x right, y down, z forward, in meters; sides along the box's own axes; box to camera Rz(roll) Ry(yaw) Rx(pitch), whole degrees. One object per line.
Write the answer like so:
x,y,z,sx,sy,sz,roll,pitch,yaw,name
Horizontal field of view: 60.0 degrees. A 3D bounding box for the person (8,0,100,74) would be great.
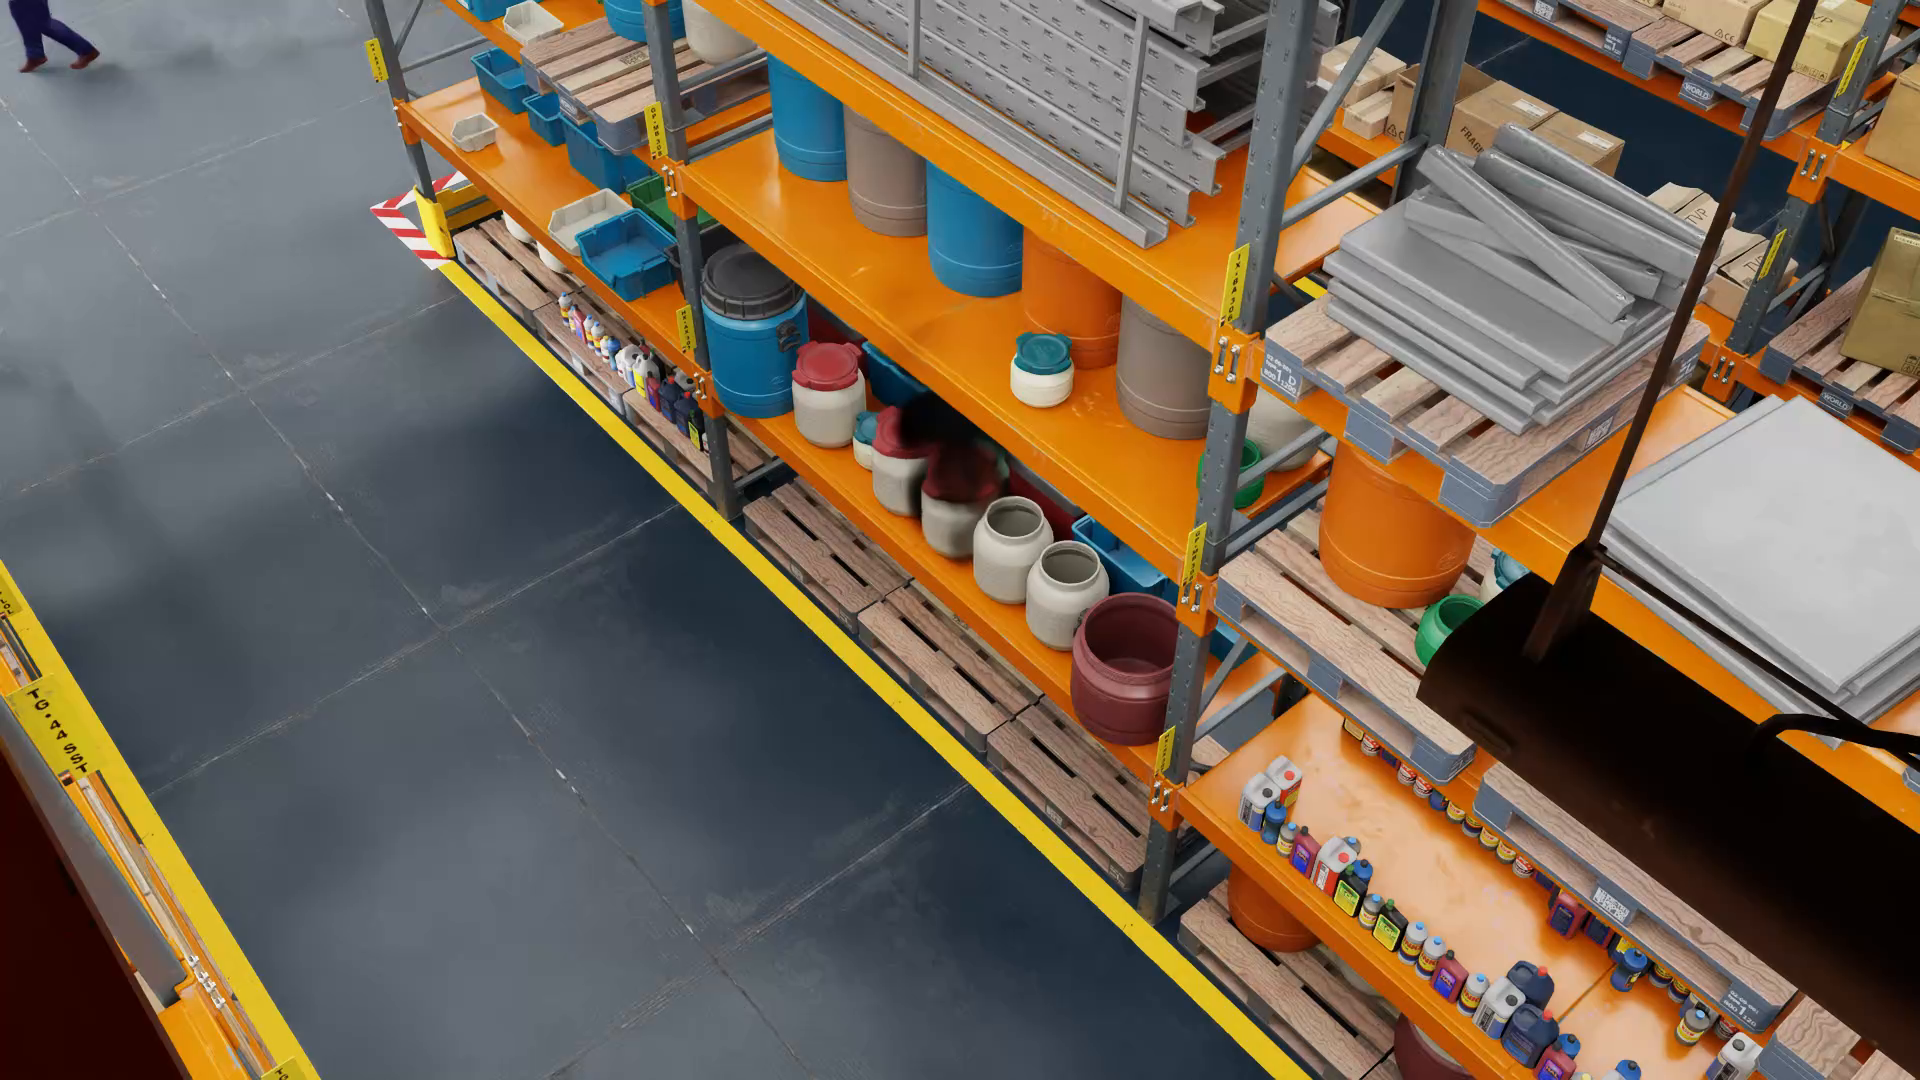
-8.101,-4.801,14.418,0.766,1.681,0.611,-11,47,-10,person
